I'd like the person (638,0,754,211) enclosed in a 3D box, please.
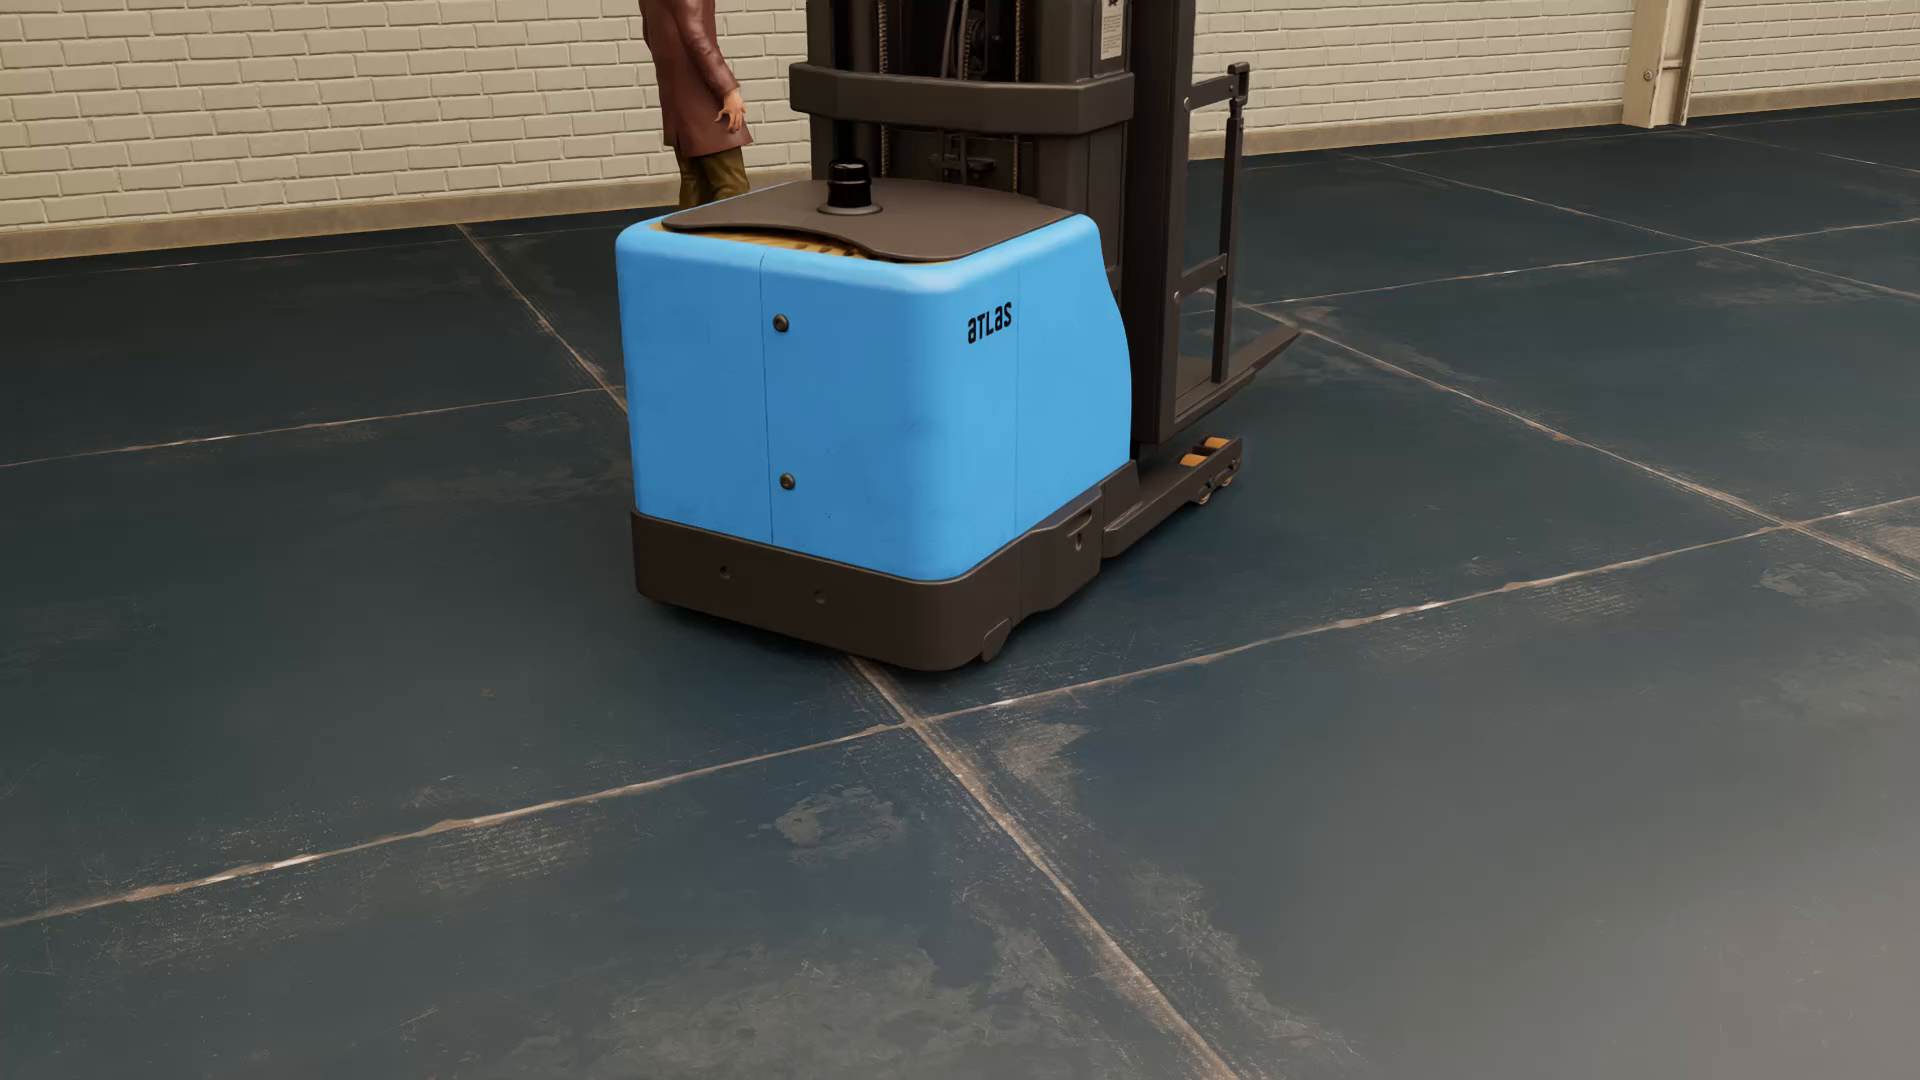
[{"bbox_3d":[-1.129,-2.049,7.703,0.584,1.775,0.695,-13,26,-28],"label":"person"}]

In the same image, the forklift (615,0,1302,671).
[{"bbox_3d":[0.285,-1.547,5.010,1.130,2.935,3.031,13,26,28],"label":"forklift"}]
